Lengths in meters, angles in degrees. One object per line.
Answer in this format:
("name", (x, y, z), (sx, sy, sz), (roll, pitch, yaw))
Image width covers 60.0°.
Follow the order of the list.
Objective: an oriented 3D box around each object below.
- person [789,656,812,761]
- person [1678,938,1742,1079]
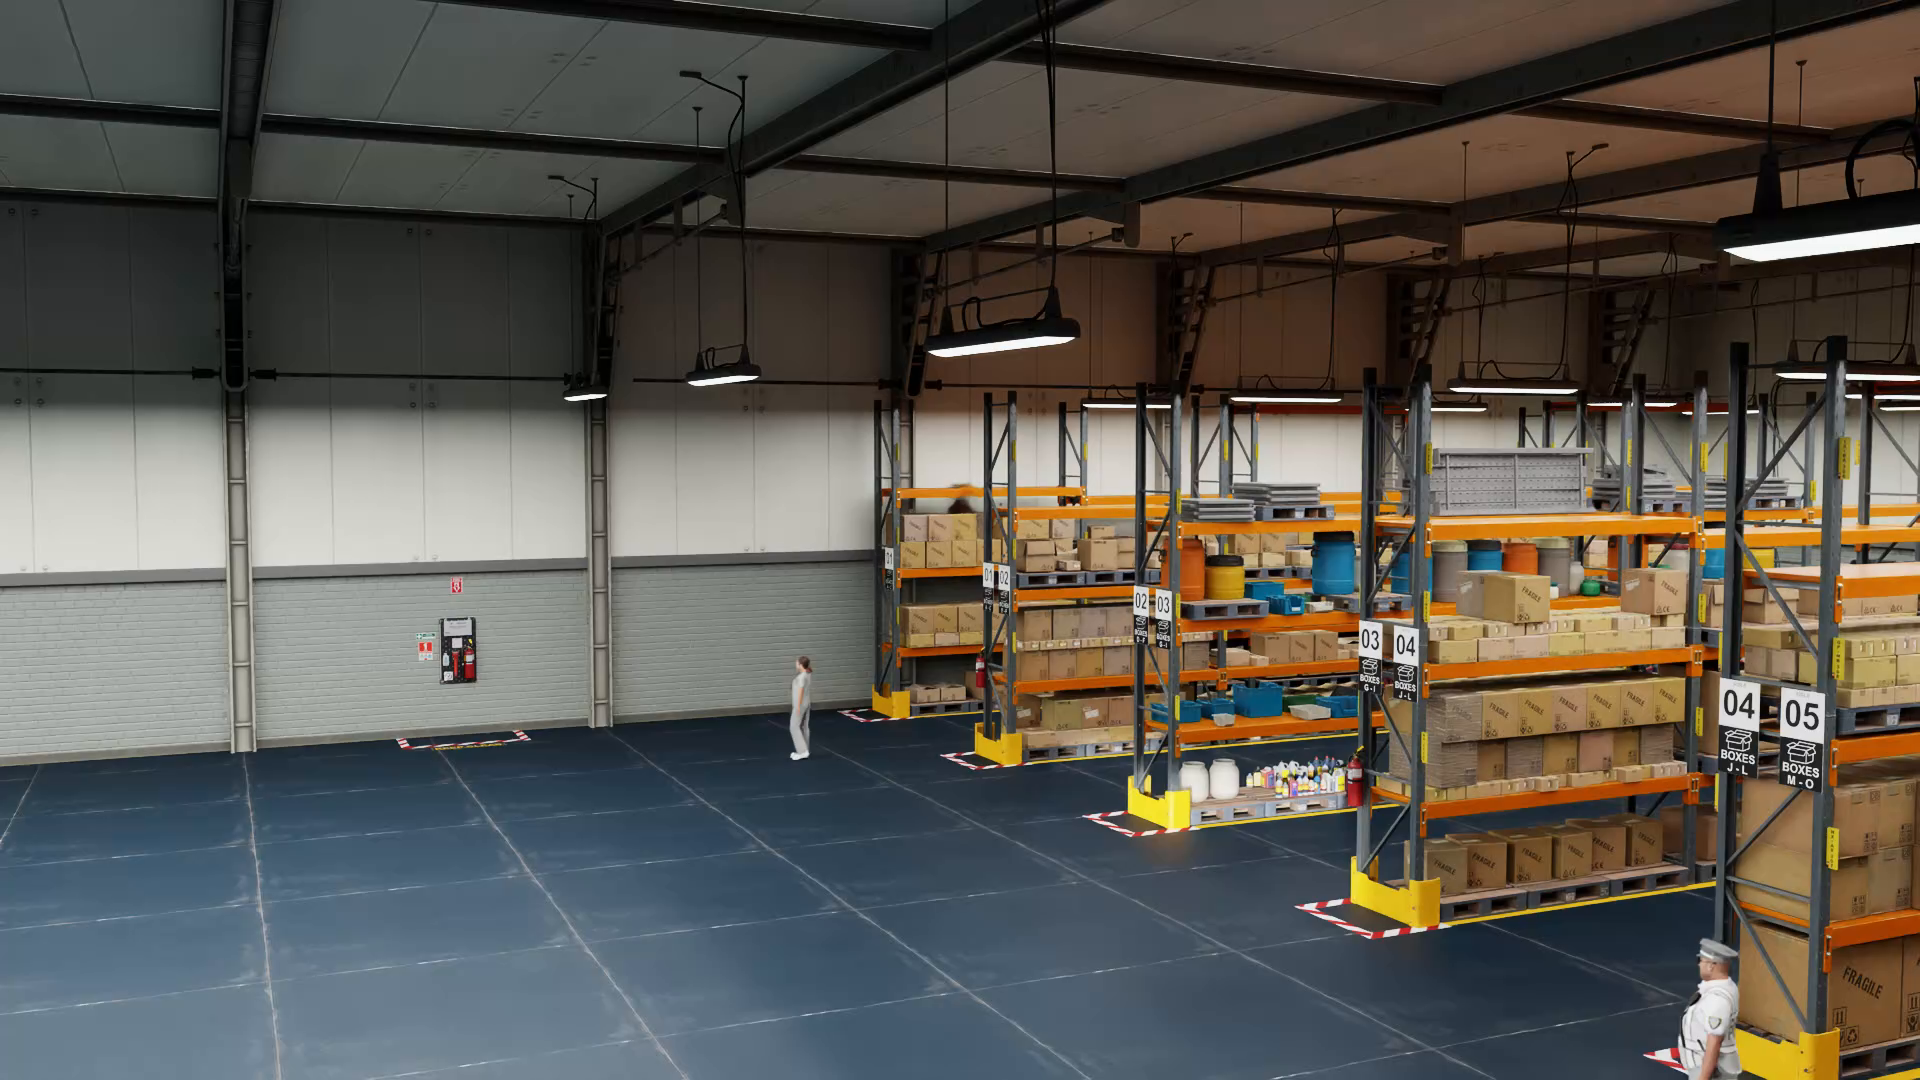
("person", (-2.609, 2.749, 27.239), (0.384, 1.699, 0.476), (1, 3, 11))
("person", (5.072, 3.630, 11.387), (0.500, 1.784, 0.569), (1, 3, 17))
